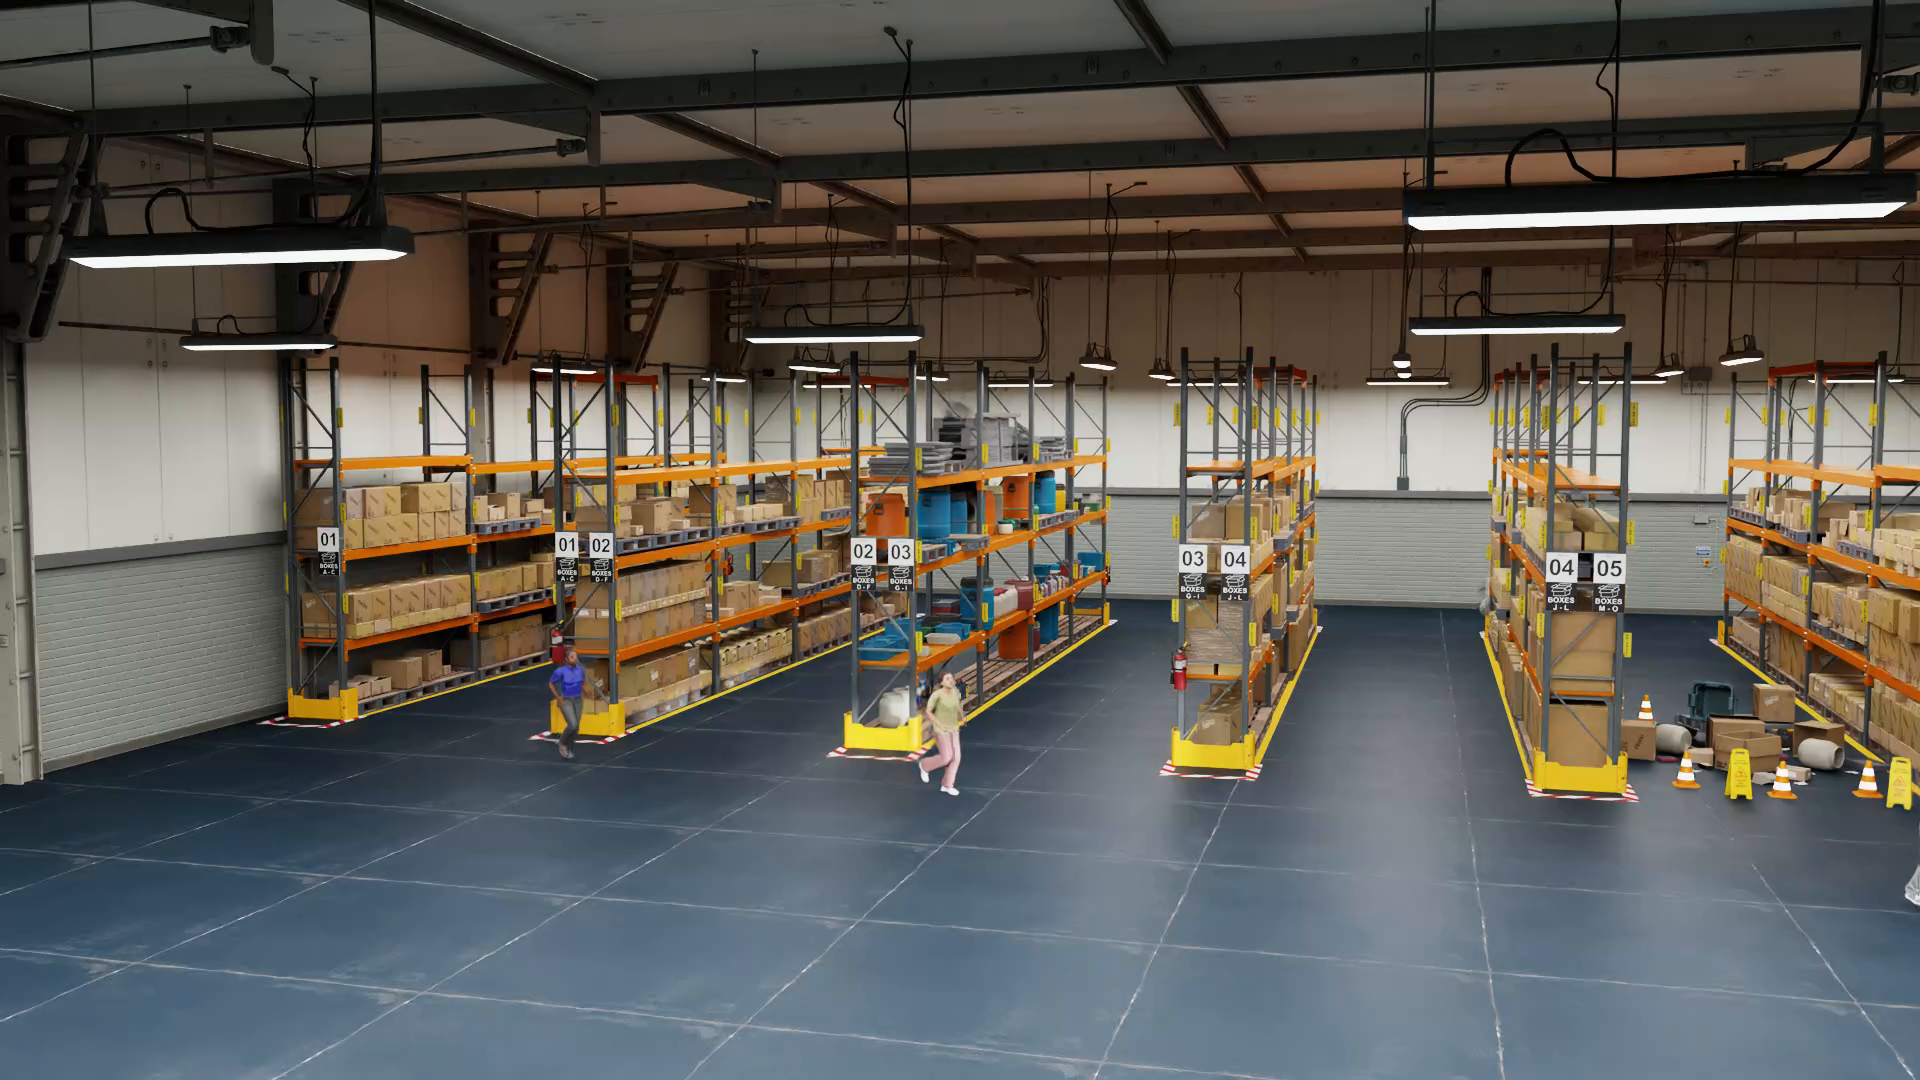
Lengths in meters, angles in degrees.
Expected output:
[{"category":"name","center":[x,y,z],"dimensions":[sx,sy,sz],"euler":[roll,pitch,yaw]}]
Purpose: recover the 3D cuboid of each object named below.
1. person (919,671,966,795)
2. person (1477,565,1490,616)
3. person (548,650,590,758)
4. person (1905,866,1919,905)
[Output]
[{"category":"person","center":[-0.218,2.560,22.311],"dimensions":[0.580,1.646,0.647],"euler":[-4,6,-42]},{"category":"person","center":[12.409,1.281,38.855],"dimensions":[0.565,1.717,0.744],"euler":[0,4,-1]},{"category":"person","center":[-5.696,2.415,24.371],"dimensions":[0.540,1.604,0.637],"euler":[-4,6,-44]},{"category":"person","center":[9.919,2.989,16.755],"dimensions":[0.560,1.656,0.696],"euler":[-2,5,-28]}]
